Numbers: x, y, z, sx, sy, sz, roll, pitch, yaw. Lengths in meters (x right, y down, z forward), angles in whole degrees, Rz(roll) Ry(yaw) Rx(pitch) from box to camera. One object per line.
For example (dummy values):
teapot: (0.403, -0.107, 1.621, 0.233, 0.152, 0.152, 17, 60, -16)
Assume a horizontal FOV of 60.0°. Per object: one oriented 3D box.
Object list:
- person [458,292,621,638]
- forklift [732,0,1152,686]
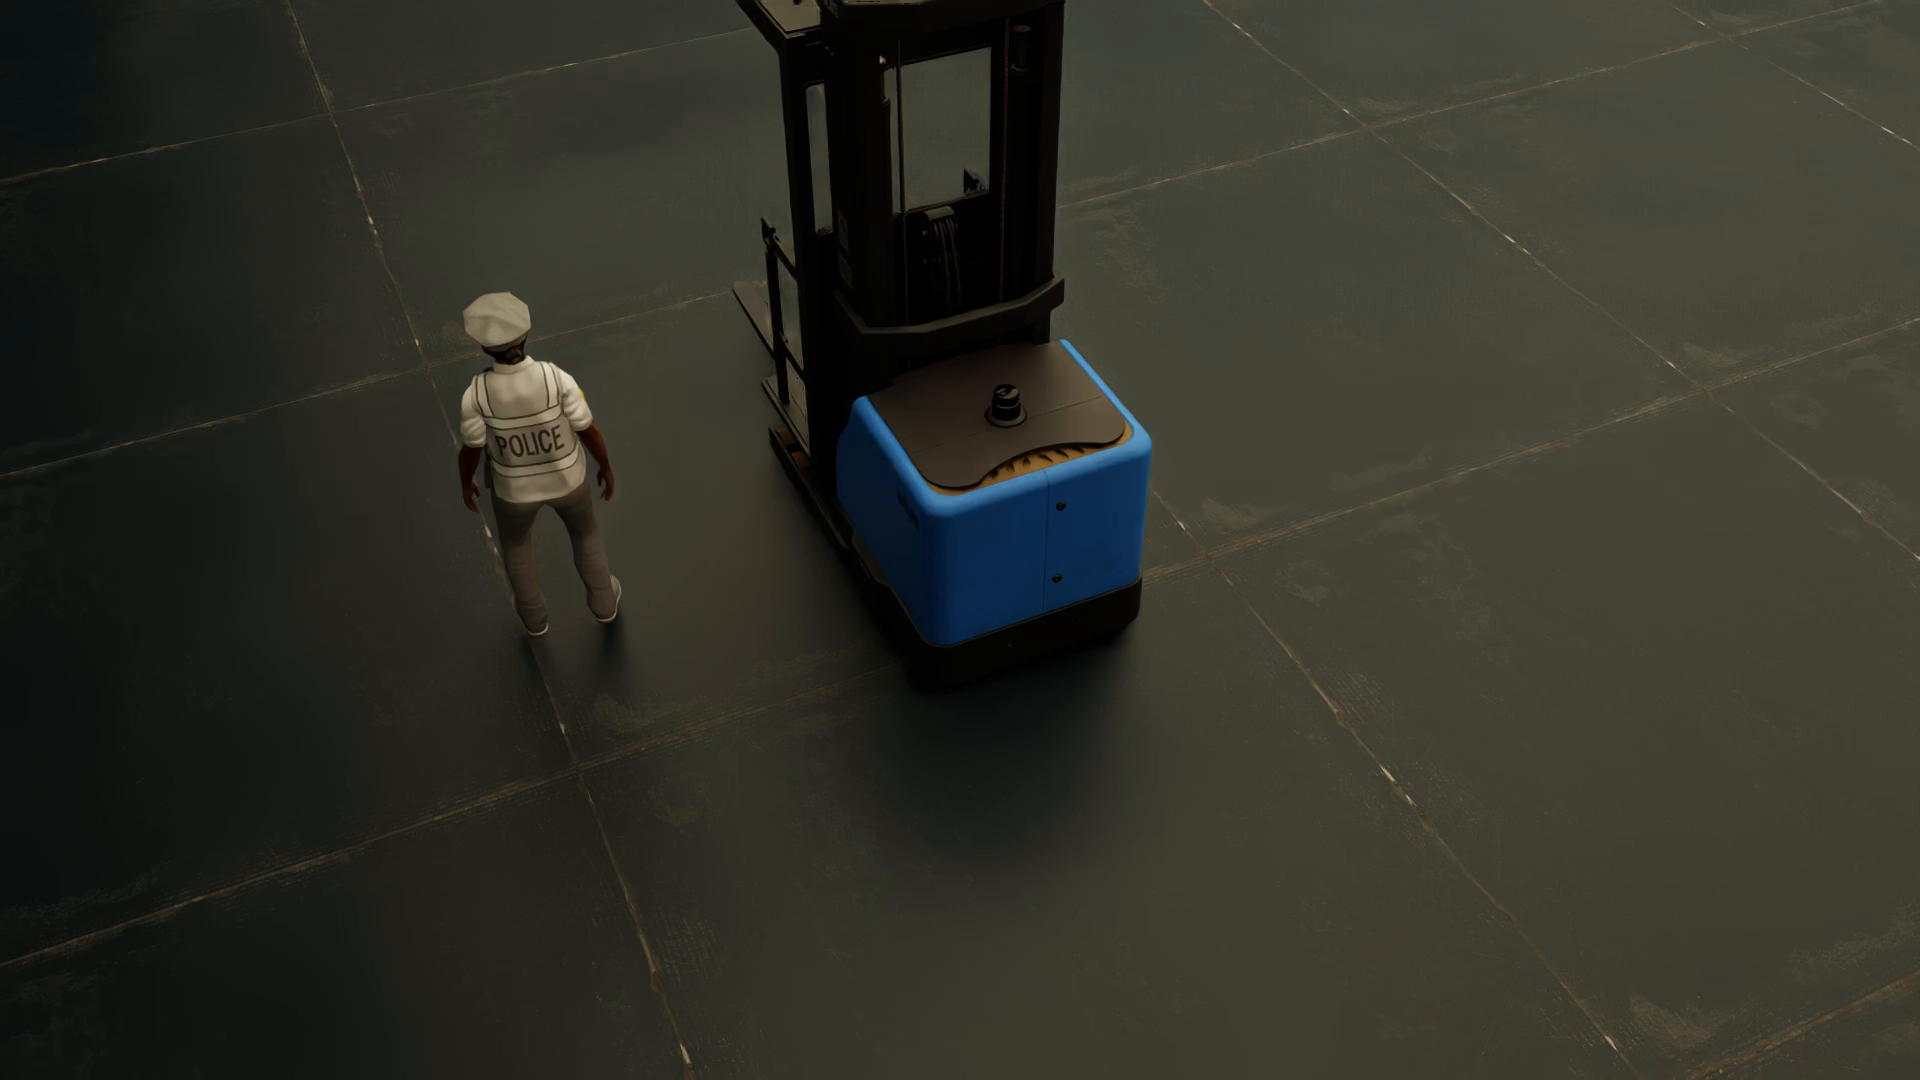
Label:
person: (-1.727, -0.262, 6.782, 0.603, 1.673, 0.400, -12, 44, -13)
forklift: (-0.287, -1.461, 7.245, 1.130, 2.935, 3.031, -18, 46, -18)
